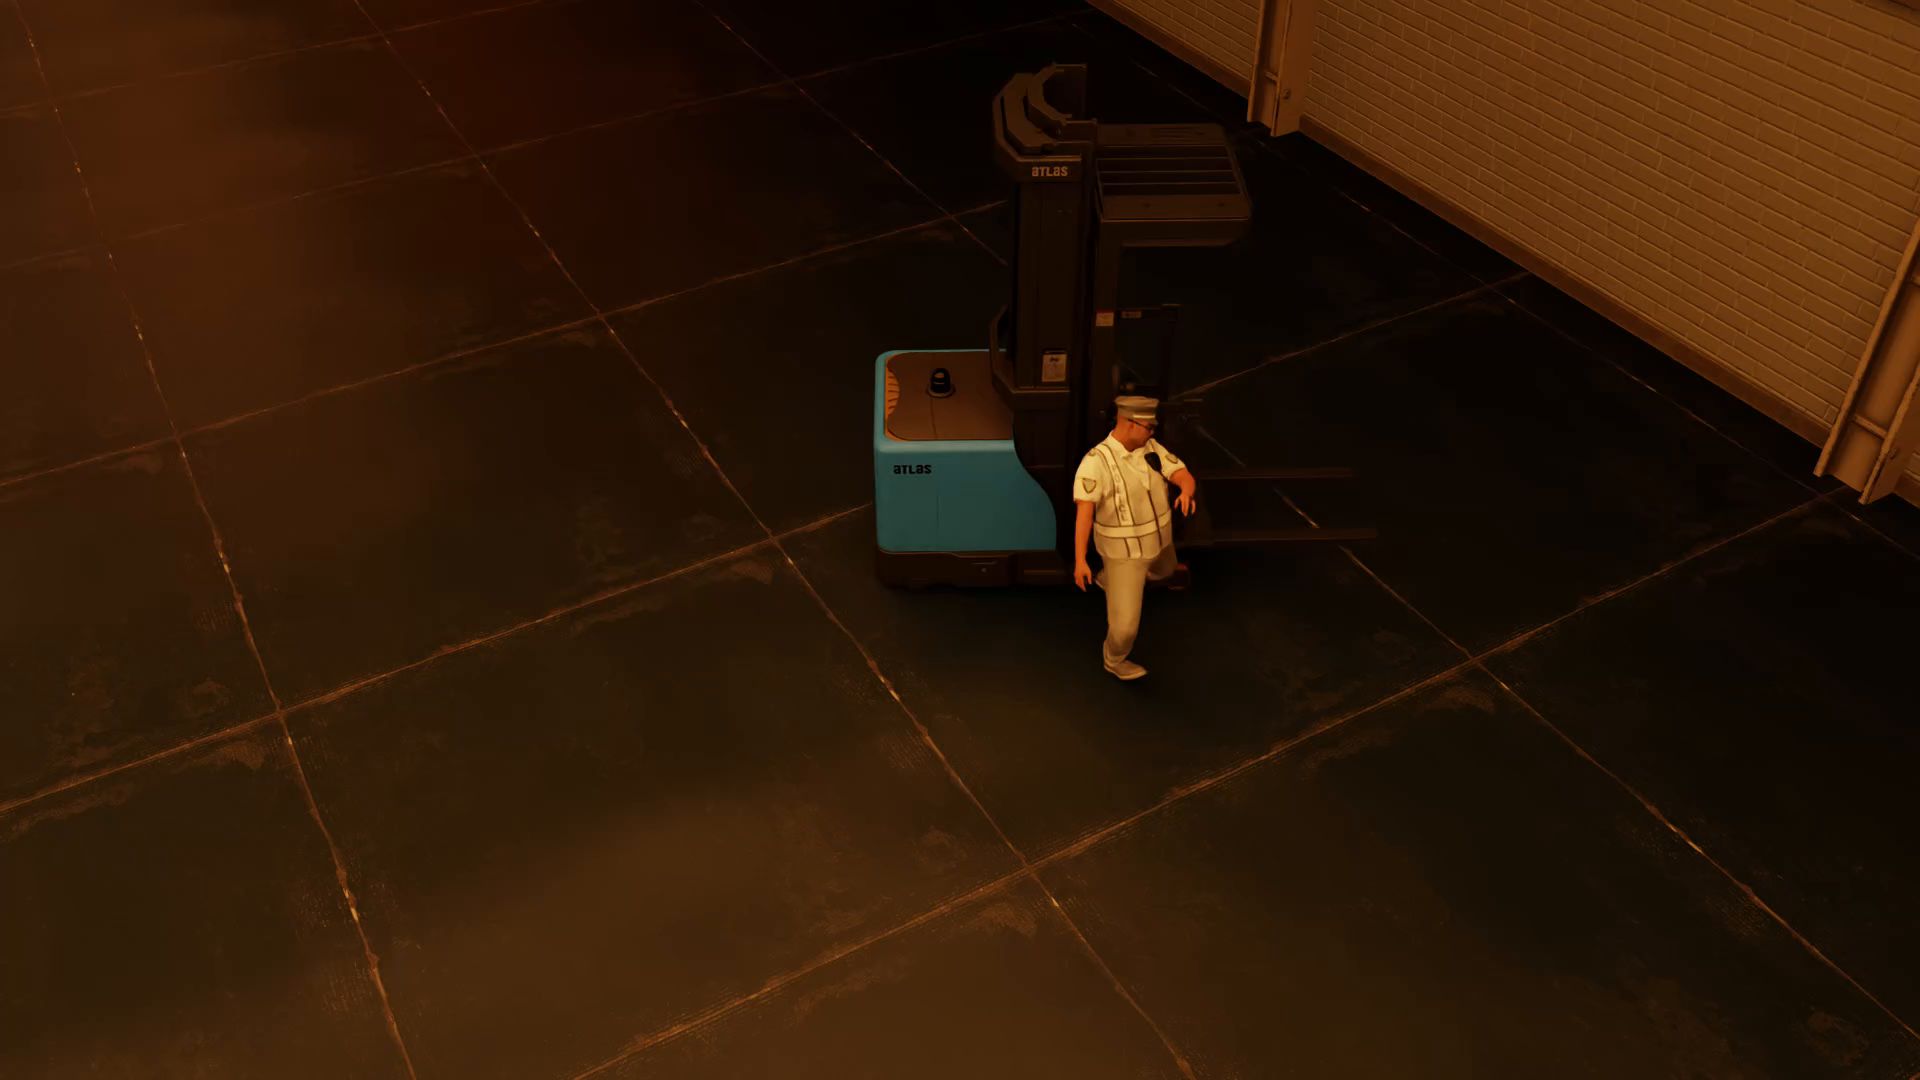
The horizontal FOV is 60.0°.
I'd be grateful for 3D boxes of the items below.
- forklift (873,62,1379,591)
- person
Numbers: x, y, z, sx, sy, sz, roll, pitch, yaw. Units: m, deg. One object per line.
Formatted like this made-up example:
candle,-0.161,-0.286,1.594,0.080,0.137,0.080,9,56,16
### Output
forklift,1.003,-1.166,9.442,3.031,2.935,1.130,-1,40,-1
person,0.900,0.038,9.058,0.838,1.585,0.914,28,47,30
